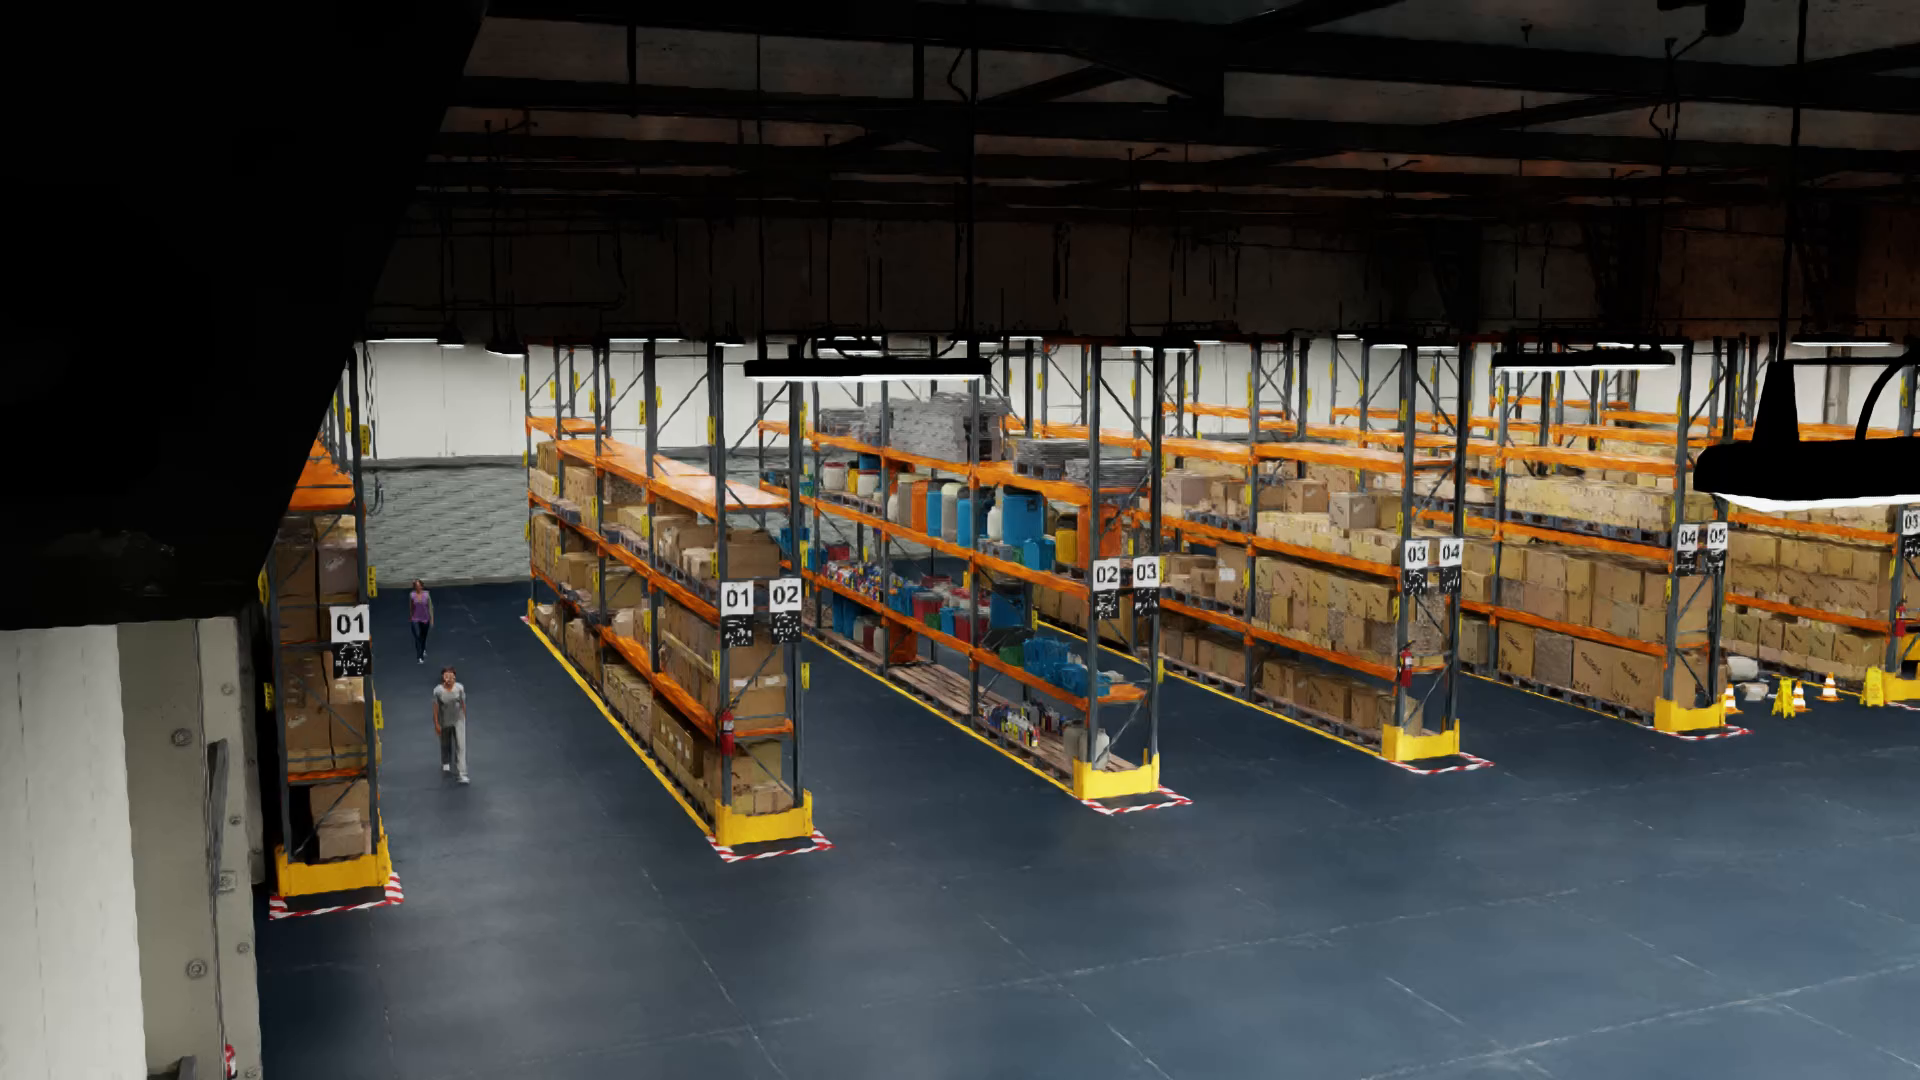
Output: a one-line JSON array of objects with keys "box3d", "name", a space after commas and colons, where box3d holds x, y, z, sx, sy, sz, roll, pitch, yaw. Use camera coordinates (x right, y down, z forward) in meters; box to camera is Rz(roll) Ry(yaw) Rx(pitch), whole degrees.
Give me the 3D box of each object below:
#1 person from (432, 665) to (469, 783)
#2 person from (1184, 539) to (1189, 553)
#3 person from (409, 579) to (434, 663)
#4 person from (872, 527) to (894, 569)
[{"box3d": [-7.015, 2.496, 22.864, 0.446, 1.590, 1.110, -3, 8, -20], "name": "person"}, {"box3d": [4.615, 0.867, 34.284, 0.471, 1.789, 0.622, -7, 10, -43], "name": "person"}, {"box3d": [-9.984, 1.467, 30.830, 0.432, 1.539, 0.947, -3, 8, -23], "name": "person"}, {"box3d": [-1.950, -0.073, 42.098, 0.519, 1.647, 0.526, 2, 8, 15], "name": "person"}]
